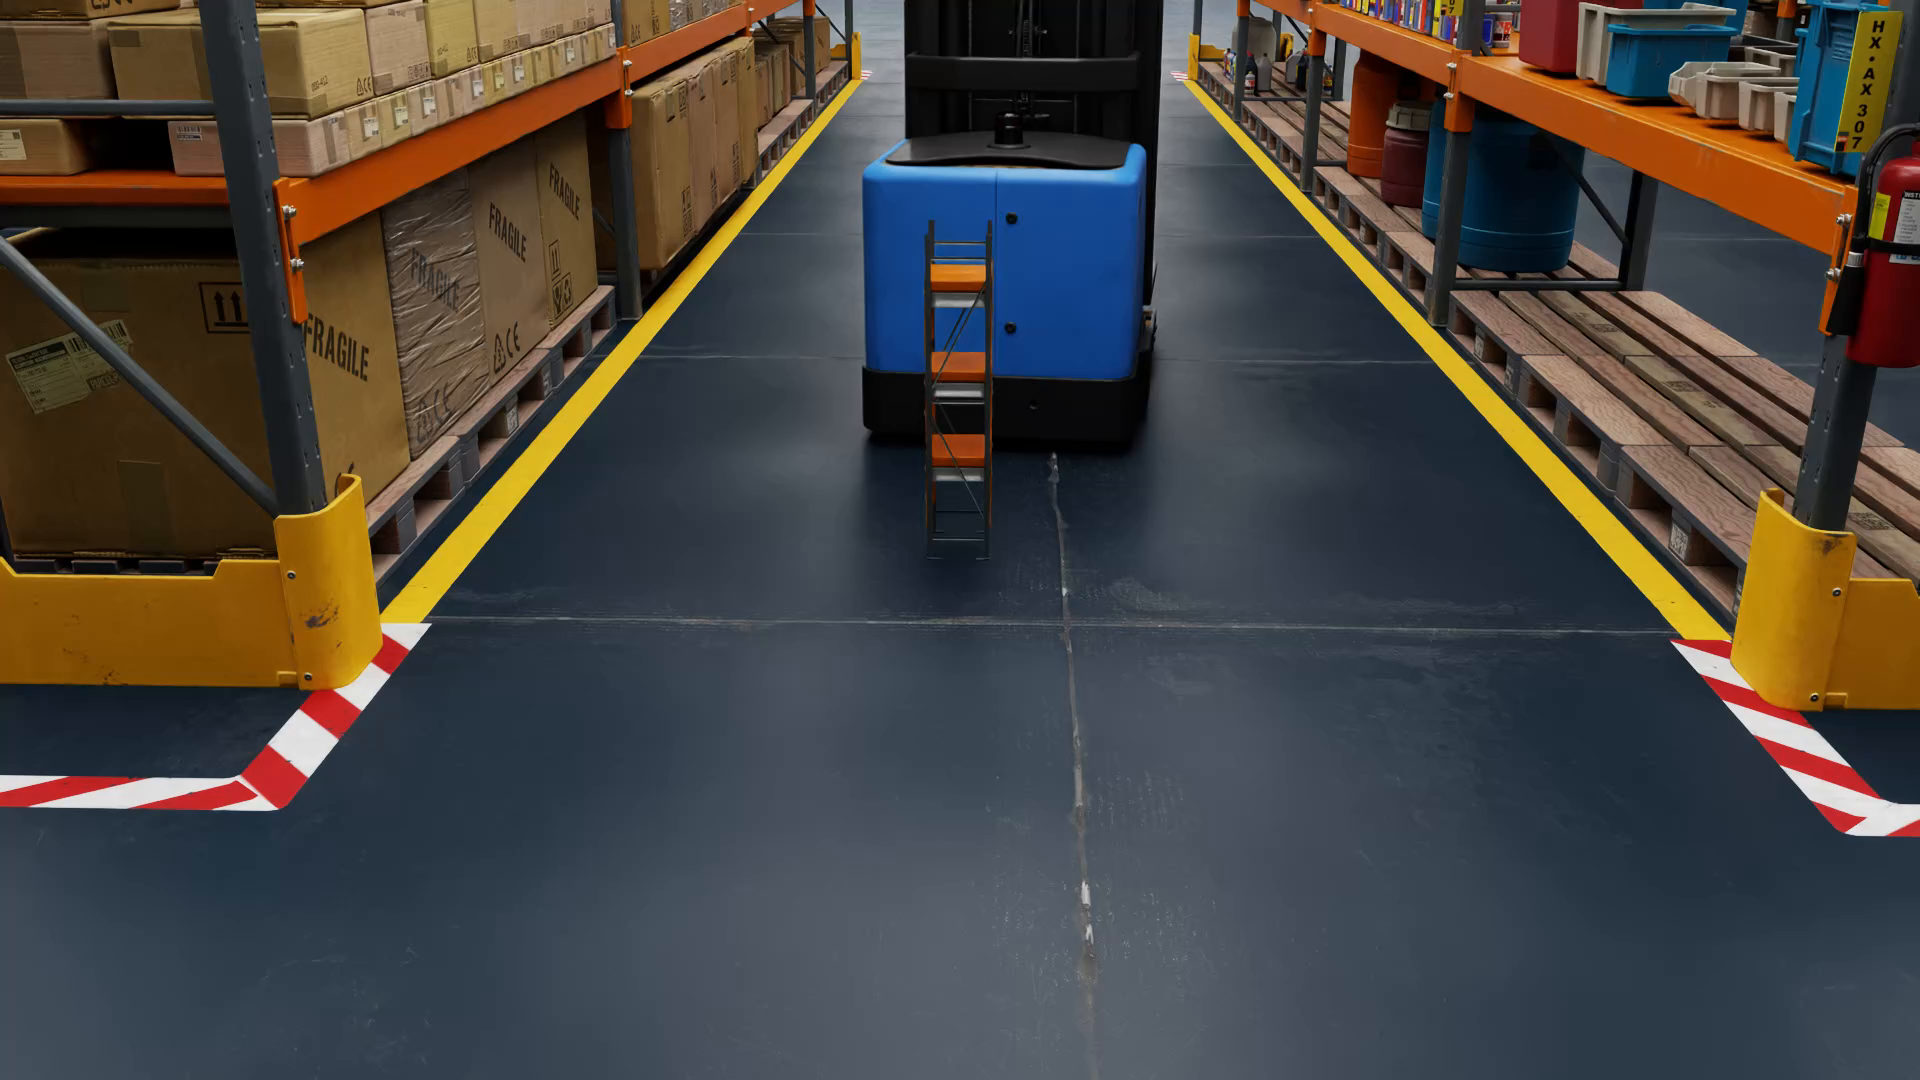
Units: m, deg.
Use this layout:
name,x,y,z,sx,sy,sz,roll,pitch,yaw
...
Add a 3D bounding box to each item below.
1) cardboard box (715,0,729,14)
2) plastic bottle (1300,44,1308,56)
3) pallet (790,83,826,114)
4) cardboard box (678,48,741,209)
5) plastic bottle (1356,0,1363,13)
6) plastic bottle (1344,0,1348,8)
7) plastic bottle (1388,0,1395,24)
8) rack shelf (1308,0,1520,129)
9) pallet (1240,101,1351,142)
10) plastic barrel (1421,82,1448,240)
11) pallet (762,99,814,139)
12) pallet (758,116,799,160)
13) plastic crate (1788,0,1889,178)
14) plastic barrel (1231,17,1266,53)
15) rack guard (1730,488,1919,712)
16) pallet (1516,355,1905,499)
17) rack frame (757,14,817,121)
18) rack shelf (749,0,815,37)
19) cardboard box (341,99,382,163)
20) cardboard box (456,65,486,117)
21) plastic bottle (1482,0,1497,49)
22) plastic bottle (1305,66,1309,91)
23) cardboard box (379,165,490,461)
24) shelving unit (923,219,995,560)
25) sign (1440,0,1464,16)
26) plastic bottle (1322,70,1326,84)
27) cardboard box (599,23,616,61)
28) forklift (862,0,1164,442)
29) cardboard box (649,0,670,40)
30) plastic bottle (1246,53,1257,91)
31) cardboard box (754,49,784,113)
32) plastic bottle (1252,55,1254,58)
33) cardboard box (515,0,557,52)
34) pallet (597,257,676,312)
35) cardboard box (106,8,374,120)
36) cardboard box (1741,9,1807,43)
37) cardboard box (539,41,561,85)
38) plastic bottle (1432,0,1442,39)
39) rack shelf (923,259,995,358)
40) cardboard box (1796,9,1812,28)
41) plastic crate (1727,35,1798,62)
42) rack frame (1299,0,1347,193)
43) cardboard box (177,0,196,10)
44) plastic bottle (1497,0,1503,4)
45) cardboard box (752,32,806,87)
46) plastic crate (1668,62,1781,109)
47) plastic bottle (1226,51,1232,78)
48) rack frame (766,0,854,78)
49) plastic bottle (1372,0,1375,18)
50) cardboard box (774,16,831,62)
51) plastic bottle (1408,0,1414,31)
name,x,y,z,sx,sy,sz,roll,pitch,yaw
cardboard box,-1.779,-3.646,10.642,0.500,0.500,0.500,0,21,1
plastic bottle,3.546,-4.900,17.064,0.144,0.351,0.185,2,21,4
pallet,-1.883,-4.351,16.450,1.003,0.211,1.213,1,21,2
cardboard box,-2.067,-2.595,10.427,1.225,0.875,0.875,1,21,2
plastic bottle,2.560,-3.484,10.523,0.061,0.283,0.133,1,21,2
plastic bottle,2.593,-3.652,10.973,0.097,0.271,0.097,0,21,0
plastic bottle,2.573,-3.172,9.625,0.144,0.351,0.185,1,21,2
rack shelf,2.900,-2.848,9.717,1.077,0.370,4.000,1,21,2
pallet,3.097,-3.769,14.950,1.003,0.211,1.213,1,21,2
plastic barrel,2.894,-2.131,9.193,0.600,0.901,0.708,1,21,2
pallet,-1.891,-3.826,15.098,1.003,0.211,1.213,1,21,2
pallet,-1.925,-3.384,13.958,1.003,0.211,1.213,1,21,2
plastic crate,2.541,-1.182,4.296,0.616,0.435,0.499,1,21,2
plastic barrel,3.260,-5.596,18.664,0.421,0.512,0.421,0,21,0
rack guard,2.729,0.160,4.425,1.175,0.500,0.348,1,21,2
pallet,2.821,-0.452,6.402,1.003,0.211,1.213,1,21,2
rack frame,-1.869,-5.407,15.319,1.000,3.000,0.127,1,21,2
rack shelf,-1.929,-4.349,13.585,1.077,0.370,4.000,1,21,2
cardboard box,-1.887,-1.169,4.743,0.380,0.149,0.250,0,21,1
cardboard box,-1.856,-1.541,5.702,0.380,0.149,0.250,0,21,1
plastic bottle,2.528,-2.549,8.122,0.152,0.276,0.135,1,21,2
plastic bottle,3.406,-4.520,16.179,0.061,0.283,0.133,1,21,2
cardboard box,-2.266,-0.835,5.892,0.875,0.875,0.875,1,21,2
shelving unit,-0.002,-0.470,5.289,0.215,1.050,0.252,1,21,2
sign,2.289,-2.596,7.691,0.100,0.325,0.005,1,21,2
plastic bottle,3.536,-4.437,16.079,0.097,0.201,0.097,0,21,0
cardboard box,-1.794,-2.284,7.616,0.380,0.149,0.250,1,21,2
forklift,0.343,-2.234,7.234,1.130,2.935,3.031,3,21,8
cardboard box,-1.834,-2.907,8.736,0.500,0.500,0.500,1,21,2
plastic bottle,2.814,-4.559,16.186,0.144,0.351,0.185,0,21,0
cardboard box,-1.942,-4.053,14.676,0.700,0.500,0.500,1,21,1
plastic bottle,2.933,-4.722,16.699,0.061,0.283,0.133,1,21,2
cardboard box,-1.892,-2.049,6.460,0.500,0.250,0.500,1,21,3
pallet,-2.164,-1.495,9.090,1.003,0.211,1.213,1,21,2
cardboard box,-1.949,-1.308,4.549,0.500,0.250,0.500,0,21,0
cardboard box,7.856,-4.911,16.224,0.500,0.500,0.500,1,21,2
cardboard box,-1.825,-1.912,6.657,0.380,0.149,0.250,1,21,3
plastic bottle,2.540,-2.773,8.598,0.144,0.351,0.185,1,21,2
rack shelf,-0.002,-0.725,5.190,0.215,0.259,0.240,1,21,2
cardboard box,8.367,-4.906,16.210,0.500,0.500,0.500,1,21,2
plastic crate,3.073,-1.953,6.712,0.437,0.125,0.590,1,21,2
rack frame,2.960,-3.907,11.451,1.000,3.000,0.127,1,21,2
cardboard box,-2.468,-1.499,5.042,0.500,0.250,0.500,0,21,1
plastic bottle,3.190,-3.223,9.850,0.061,0.283,0.133,1,21,2
cardboard box,-1.807,-4.789,16.600,0.500,0.500,0.500,8,22,19
plastic crate,2.559,-1.529,5.604,0.298,0.136,0.250,1,21,2
plastic bottle,2.827,-4.956,17.320,0.097,0.271,0.097,0,21,0
rack frame,-1.747,-6.854,19.046,1.000,3.000,0.127,1,21,2
plastic bottle,2.565,-3.318,10.112,0.097,0.271,0.097,0,21,0
cardboard box,-1.783,-5.659,18.841,0.500,0.500,0.500,5,22,12
plastic bottle,2.534,-2.919,9.180,0.097,0.201,0.097,0,21,0
